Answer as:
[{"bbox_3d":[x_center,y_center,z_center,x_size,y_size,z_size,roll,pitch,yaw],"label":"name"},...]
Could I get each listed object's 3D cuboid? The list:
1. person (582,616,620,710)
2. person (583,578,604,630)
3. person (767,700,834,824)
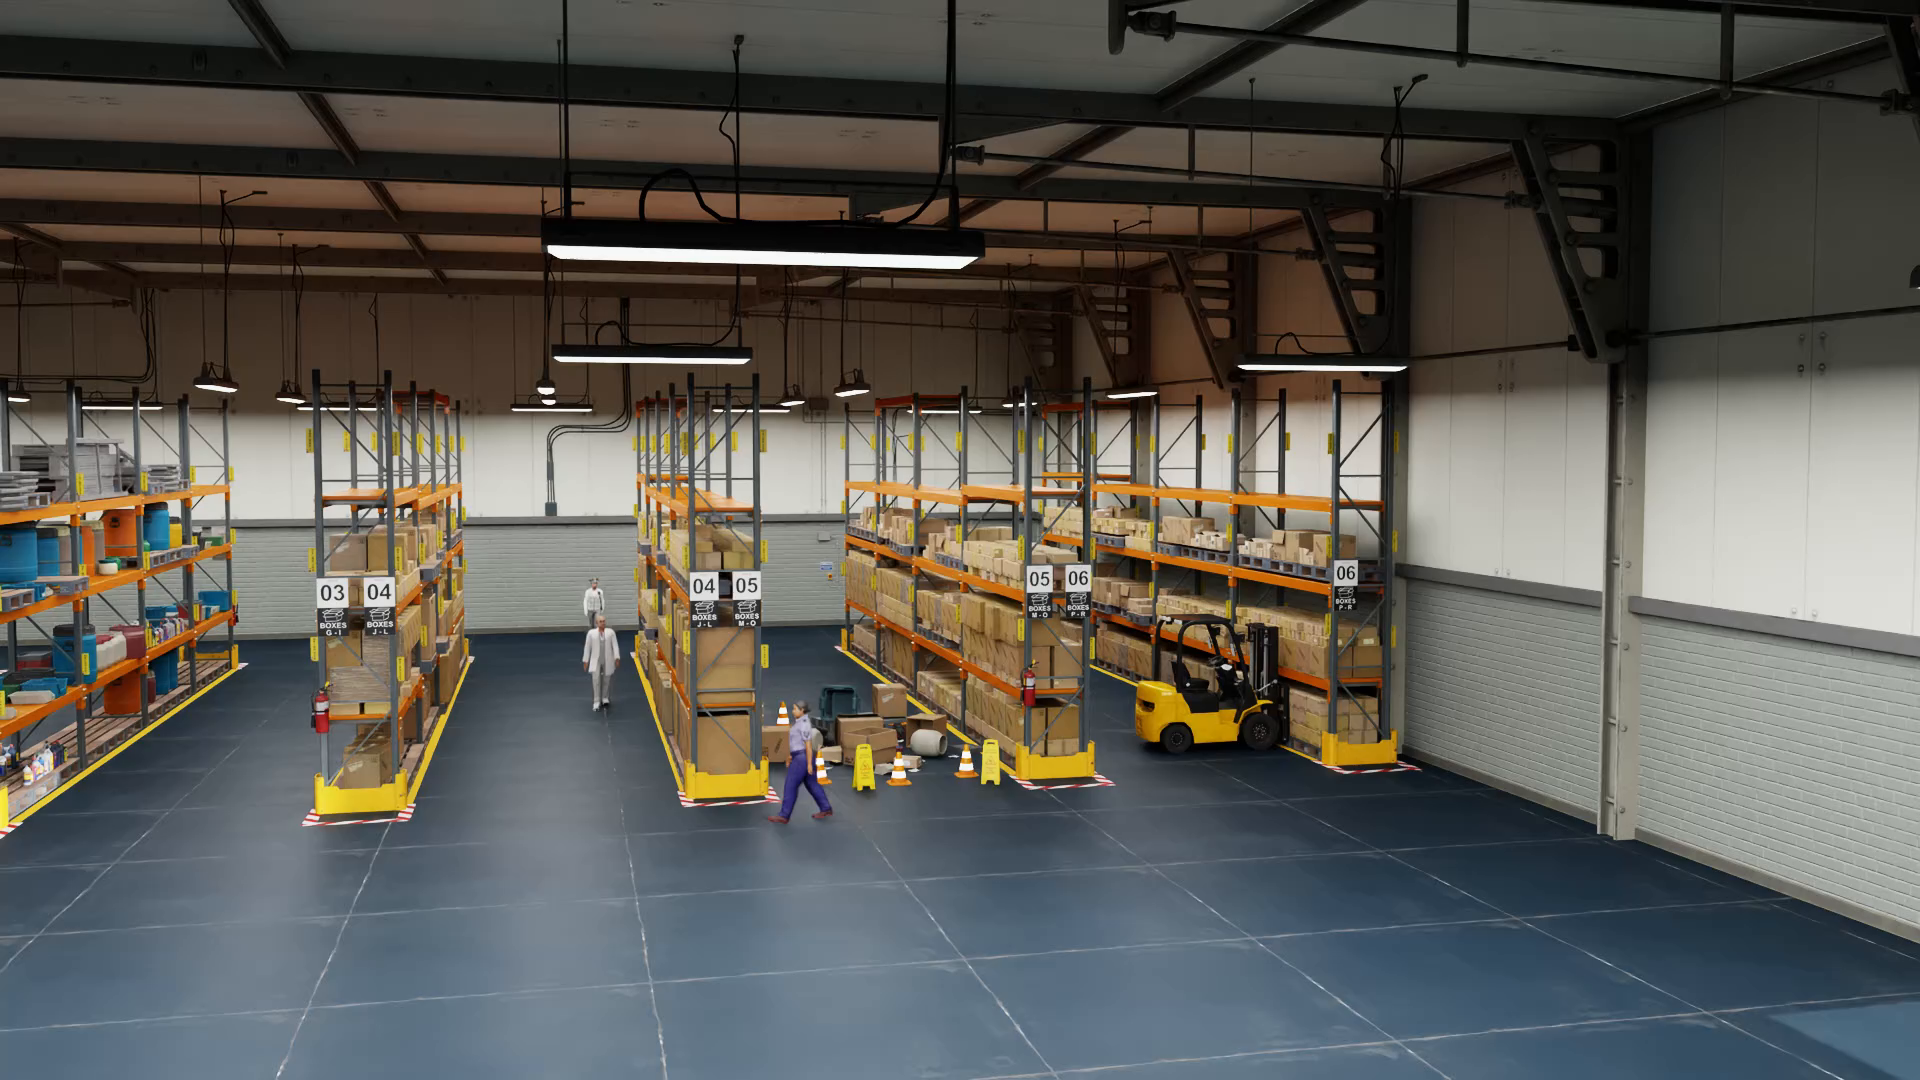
[{"bbox_3d":[-6.794,2.294,31.492,0.703,1.717,1.102,-1,3,-12],"label":"person"},{"bbox_3d":[-9.196,1.754,41.767,0.504,1.618,1.028,-1,3,-10],"label":"person"},{"bbox_3d":[-2.116,2.923,22.032,0.855,1.620,0.510,0,3,-1],"label":"person"}]
